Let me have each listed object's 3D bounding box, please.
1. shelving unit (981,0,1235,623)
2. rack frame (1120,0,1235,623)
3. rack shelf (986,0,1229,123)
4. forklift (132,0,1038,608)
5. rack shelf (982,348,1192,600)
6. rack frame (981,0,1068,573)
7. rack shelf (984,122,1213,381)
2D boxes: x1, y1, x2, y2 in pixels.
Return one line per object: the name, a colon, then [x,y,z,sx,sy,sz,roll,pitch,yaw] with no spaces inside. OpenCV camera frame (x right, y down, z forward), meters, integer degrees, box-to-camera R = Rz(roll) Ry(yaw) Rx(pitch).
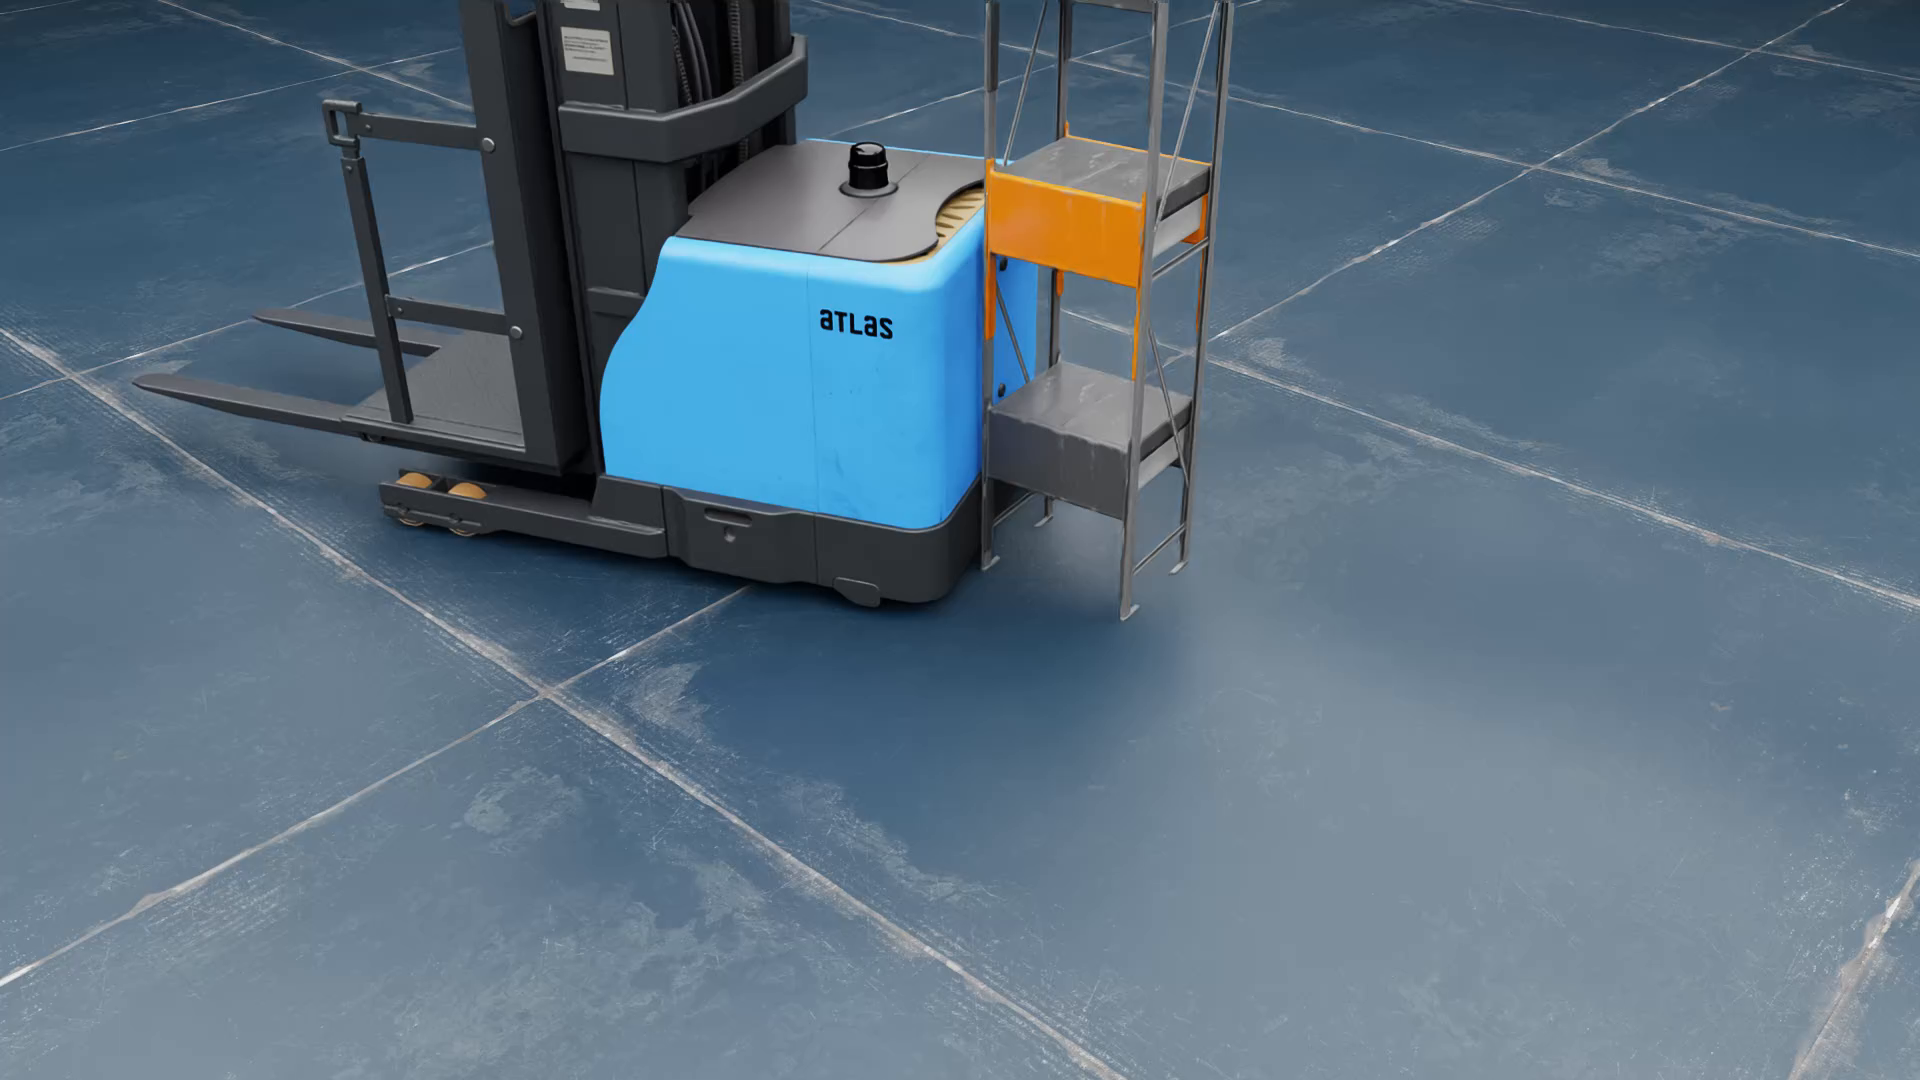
shelving unit: [0.384,-0.816,4.570,0.503,2.100,0.431,19,36,29]
rack frame: [0.586,-0.745,4.452,0.015,2.100,0.400,19,36,29]
rack shelf: [0.384,-1.404,4.216,0.480,0.518,0.431,19,36,29]
forklift: [-1.315,-1.511,4.919,3.031,2.935,1.130,10,33,17]
rack shelf: [0.384,-0.205,4.938,0.480,0.518,0.431,19,36,29]
rack frame: [0.182,-0.887,4.688,0.015,2.100,0.400,19,36,29]
rack shelf: [0.384,-0.805,4.577,0.480,0.518,0.431,19,36,29]
